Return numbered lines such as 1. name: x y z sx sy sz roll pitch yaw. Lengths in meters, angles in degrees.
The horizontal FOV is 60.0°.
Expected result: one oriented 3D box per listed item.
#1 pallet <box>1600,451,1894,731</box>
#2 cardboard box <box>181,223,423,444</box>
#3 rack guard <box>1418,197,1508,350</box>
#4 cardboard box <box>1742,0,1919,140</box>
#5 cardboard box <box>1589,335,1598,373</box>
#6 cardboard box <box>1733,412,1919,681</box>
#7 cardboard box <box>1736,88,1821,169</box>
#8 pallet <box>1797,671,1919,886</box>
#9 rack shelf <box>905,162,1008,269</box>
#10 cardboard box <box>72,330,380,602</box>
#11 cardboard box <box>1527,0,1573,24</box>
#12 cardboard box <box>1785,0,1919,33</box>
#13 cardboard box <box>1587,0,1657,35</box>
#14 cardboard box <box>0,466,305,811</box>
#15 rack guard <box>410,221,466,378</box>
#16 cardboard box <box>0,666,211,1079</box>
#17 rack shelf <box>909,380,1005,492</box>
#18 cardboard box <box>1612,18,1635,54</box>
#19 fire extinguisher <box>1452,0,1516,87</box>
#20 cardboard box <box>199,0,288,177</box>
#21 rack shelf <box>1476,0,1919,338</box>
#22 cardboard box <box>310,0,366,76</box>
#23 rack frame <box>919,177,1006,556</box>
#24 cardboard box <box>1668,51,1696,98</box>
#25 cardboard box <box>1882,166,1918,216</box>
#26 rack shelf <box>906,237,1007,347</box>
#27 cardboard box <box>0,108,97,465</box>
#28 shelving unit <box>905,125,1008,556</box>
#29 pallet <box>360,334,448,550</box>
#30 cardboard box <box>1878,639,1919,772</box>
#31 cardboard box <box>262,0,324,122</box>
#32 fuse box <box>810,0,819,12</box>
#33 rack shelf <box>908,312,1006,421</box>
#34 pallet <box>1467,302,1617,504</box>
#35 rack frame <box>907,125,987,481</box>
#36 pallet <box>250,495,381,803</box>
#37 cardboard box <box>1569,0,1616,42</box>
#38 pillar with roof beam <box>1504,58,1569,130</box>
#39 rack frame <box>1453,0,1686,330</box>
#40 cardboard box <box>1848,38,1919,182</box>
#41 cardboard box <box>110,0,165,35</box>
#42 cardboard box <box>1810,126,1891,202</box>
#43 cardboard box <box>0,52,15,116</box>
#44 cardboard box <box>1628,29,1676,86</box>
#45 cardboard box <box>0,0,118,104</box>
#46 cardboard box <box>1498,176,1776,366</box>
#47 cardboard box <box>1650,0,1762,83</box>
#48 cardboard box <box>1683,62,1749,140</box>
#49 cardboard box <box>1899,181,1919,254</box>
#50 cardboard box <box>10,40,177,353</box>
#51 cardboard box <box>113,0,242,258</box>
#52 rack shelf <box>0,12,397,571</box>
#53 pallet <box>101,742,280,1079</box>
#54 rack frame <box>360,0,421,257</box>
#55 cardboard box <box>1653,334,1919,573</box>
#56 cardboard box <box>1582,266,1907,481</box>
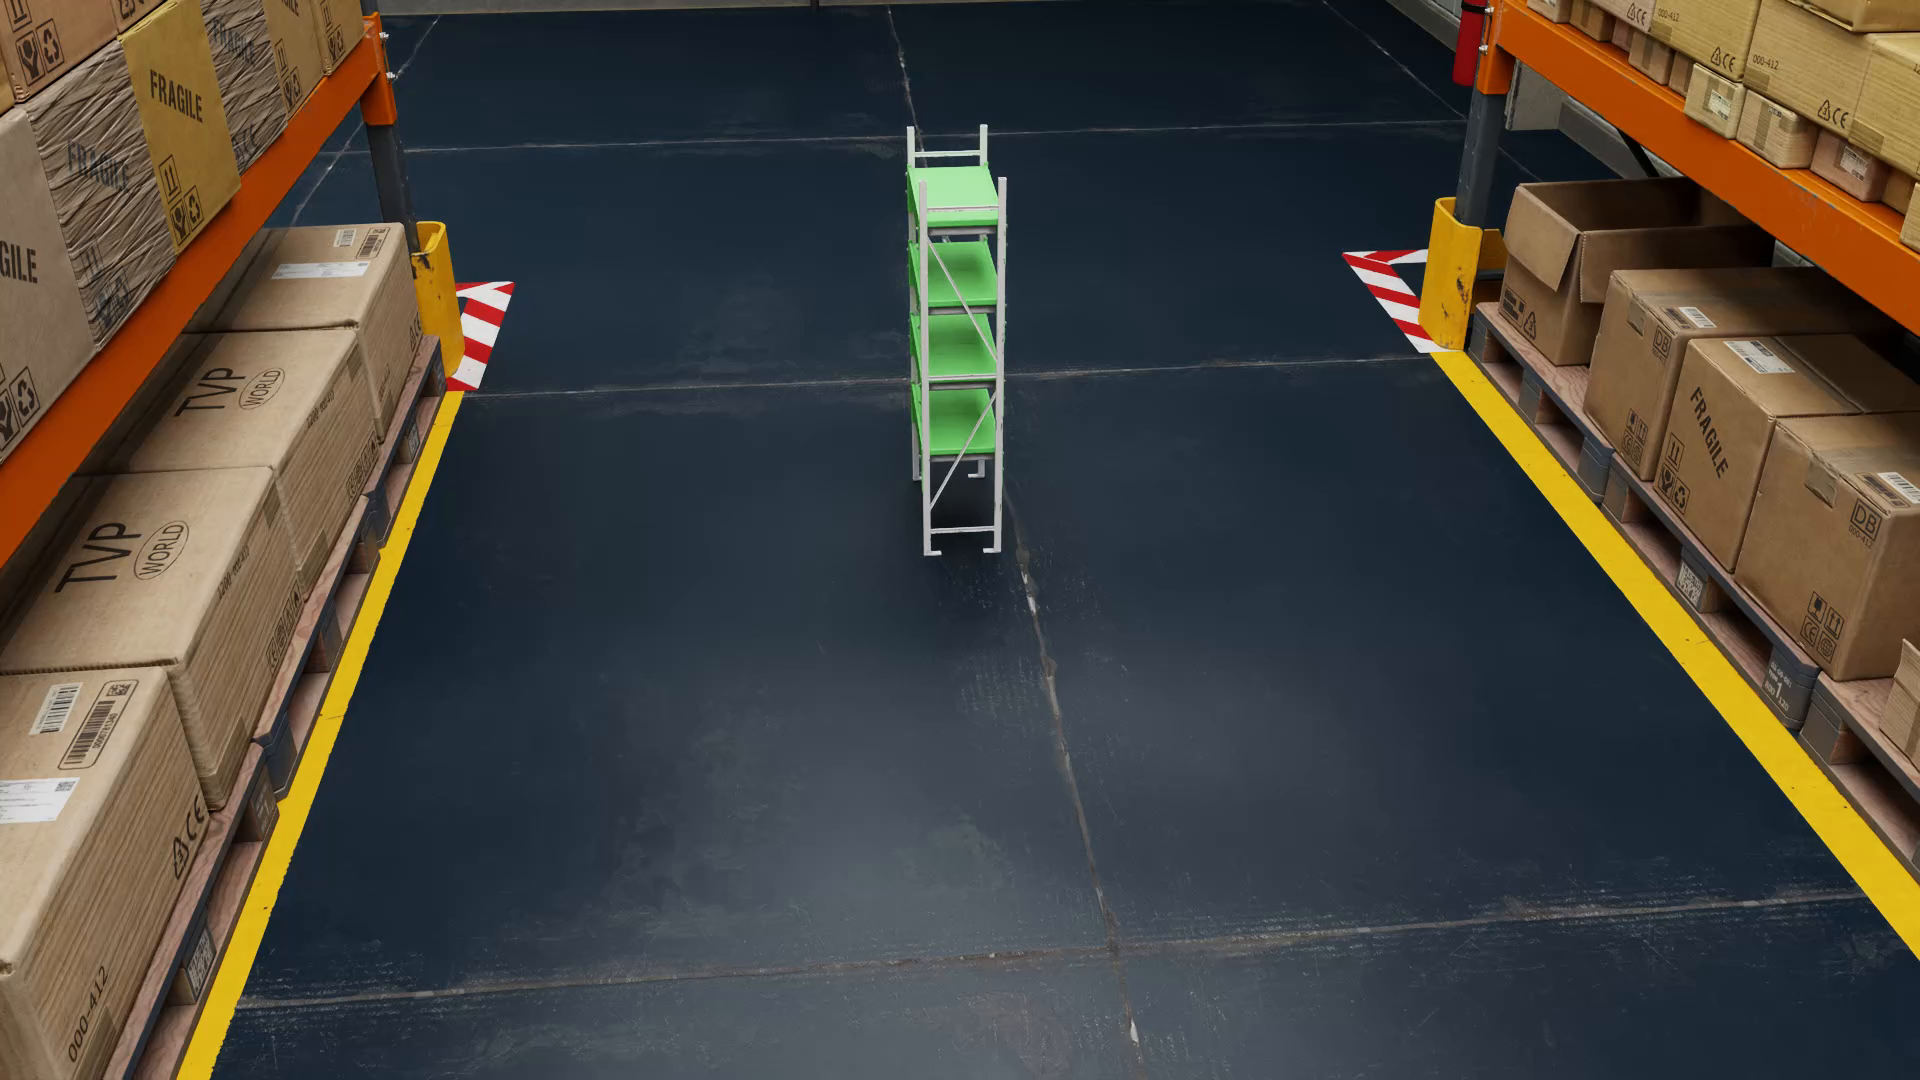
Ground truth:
1. pallet: 2.631 0.086 4.901 1.003 0.211 1.213 -3 31 -5
2. cardboard box: -2.343 -0.687 5.565 0.875 0.438 0.875 -4 31 -6
3. rack guard: 2.445 -1.067 6.549 1.175 0.500 0.348 -3 31 -5
4. cardboard box: 2.379 -1.222 4.226 0.500 0.250 0.500 -4 31 -6
5. cardboard box: 2.402 -0.600 5.699 0.380 0.149 0.250 -4 31 -7
6. cardboard box: 2.539 -0.001 4.354 0.700 0.500 0.500 -4 31 -6
7. cardboard box: 2.311 -1.096 4.406 0.380 0.149 0.250 -2 31 -3
8. pallet: 2.748 0.710 3.856 1.003 0.211 1.213 -3 31 -5
9. rack shelf: -0.016 -0.957 4.870 0.258 0.148 0.480 -3 31 -5
10. cardboard box: -2.249 -0.220 4.783 0.875 0.438 0.875 -2 31 -3
11. cardboard box: 2.195 -1.890 5.734 0.380 0.149 0.250 -3 31 -5
12. cardboard box: 2.352 -1.554 4.051 0.500 0.500 0.500 -2 31 -3
13. cardboard box: 2.259 -1.740 5.095 0.500 0.250 0.500 -2 31 -4
14. cardboard box: -2.166 0.240 4.012 0.875 0.438 0.875 -4 31 -6
15. rack guard: -2.506 -0.878 6.233 1.175 0.500 0.348 -3 31 -5
16. cardboard box: -2.082 0.697 3.247 0.875 0.438 0.875 -3 31 -5
17. rack shelf: -0.015 -0.339 5.240 0.258 0.148 0.480 -3 31 -5
18. cardboard box: 2.324 -1.630 5.299 0.380 0.149 0.250 -3 31 -5
19. fire extinguisher: 1.964 -2.039 6.177 0.296 0.674 0.183 -3 31 -5
20. cardboard box: -2.106 -1.229 4.286 0.500 0.500 0.500 -2 31 -3
21. rack shelf: 2.625 -0.849 4.448 1.077 0.370 4.000 -3 31 -5
22. cardboard box: -2.195 -1.748 5.155 0.500 0.500 0.500 -3 31 -4
23. rack frame: 0.007 -0.475 4.875 0.240 1.200 0.015 -3 31 -5
24. cardboard box: 2.317 -1.363 4.851 0.380 0.149 0.250 -2 31 -4
25. cardboard box: 2.474 -0.844 3.983 0.380 0.149 0.250 -2 31 -4
26. rack shelf: -0.016 -0.751 4.994 0.258 0.148 0.480 -3 31 -5
27. cardboard box: -1.956 -0.449 2.979 0.500 0.500 0.500 -3 31 -4
28. shelving unit: -0.015 -0.600 5.084 0.258 1.200 0.503 -3 31 -5
29. pallet: -2.351 -0.337 5.609 1.003 0.211 1.213 -3 31 -5
30. cardboard box: 2.434 0.404 3.905 0.396 0.266 0.258 -2 31 -3
31. cardboard box: -2.163 -1.492 4.724 0.500 0.500 0.500 -3 31 -6
32. fuse box: -0.949 -4.290 10.763 0.539 1.711 0.414 -3 31 -5
33. rack shelf: -0.015 -0.545 5.117 0.258 0.148 0.480 -3 31 -5
34. pallet: 2.520 -0.536 5.941 1.003 0.211 1.213 -3 31 -5
35. rack frame: -0.038 -0.724 5.292 0.240 1.200 0.015 -3 31 -5
36. pallet: -2.240 0.284 4.569 1.003 0.211 1.213 -3 31 -5
37. cardboard box: 2.265 -1.762 5.520 0.380 0.149 0.250 -2 31 -3
38. pillar with roof beam: -1.203 -5.968 6.466 9.100 9.000 0.400 -3 31 -5
39. rack frame: 2.438 -2.179 5.973 1.000 3.000 0.127 -3 31 -5
40. cardboard box: 2.426 -0.959 3.786 0.500 0.250 0.500 -3 31 -5
41. cardboard box: -2.056 -1.402 3.599 0.500 0.500 0.500 -3 31 -5
42. cardboard box: 2.404 -0.968 4.191 0.380 0.149 0.250 -3 31 -5
43. cardboard box: -1.974 -0.882 2.729 0.500 0.500 0.500 -3 31 -5
44. cardboard box: 2.287 -1.498 5.078 0.380 0.149 0.250 -2 31 -3
45. cardboard box: -2.011 -1.144 3.168 0.500 0.500 0.500 -2 31 -4
46. cardboard box: 2.401 -0.971 5.975 0.797 0.503 0.637 -4 31 -7
47. cardboard box: 2.310 -1.482 4.662 0.500 0.250 0.500 -3 31 -6
48. cardboard box: 2.266 -1.230 4.629 0.380 0.149 0.250 -4 31 -6
49. cardboard box: 2.387 -0.707 3.754 0.380 0.149 0.250 -3 31 -5
50. cardboard box: -1.996 -0.703 3.405 0.500 0.500 0.500 -3 31 -4
51. cardboard box: -2.044 -0.966 3.845 0.500 0.500 0.500 -2 31 -3
52. rack shelf: -2.317 -0.609 4.046 1.077 0.370 4.000 -3 31 -5
53. pallet: -2.123 0.908 3.524 1.003 0.211 1.213 -3 31 -5
54. rack frame: -2.504 -1.939 5.571 1.000 3.000 0.127 -3 31 -5
55. cardboard box: 2.392 -0.256 4.782 0.500 0.500 0.500 -2 31 -4
56. cardboard box: 2.442 -0.531 5.242 0.700 0.500 0.500 -2 31 -3
